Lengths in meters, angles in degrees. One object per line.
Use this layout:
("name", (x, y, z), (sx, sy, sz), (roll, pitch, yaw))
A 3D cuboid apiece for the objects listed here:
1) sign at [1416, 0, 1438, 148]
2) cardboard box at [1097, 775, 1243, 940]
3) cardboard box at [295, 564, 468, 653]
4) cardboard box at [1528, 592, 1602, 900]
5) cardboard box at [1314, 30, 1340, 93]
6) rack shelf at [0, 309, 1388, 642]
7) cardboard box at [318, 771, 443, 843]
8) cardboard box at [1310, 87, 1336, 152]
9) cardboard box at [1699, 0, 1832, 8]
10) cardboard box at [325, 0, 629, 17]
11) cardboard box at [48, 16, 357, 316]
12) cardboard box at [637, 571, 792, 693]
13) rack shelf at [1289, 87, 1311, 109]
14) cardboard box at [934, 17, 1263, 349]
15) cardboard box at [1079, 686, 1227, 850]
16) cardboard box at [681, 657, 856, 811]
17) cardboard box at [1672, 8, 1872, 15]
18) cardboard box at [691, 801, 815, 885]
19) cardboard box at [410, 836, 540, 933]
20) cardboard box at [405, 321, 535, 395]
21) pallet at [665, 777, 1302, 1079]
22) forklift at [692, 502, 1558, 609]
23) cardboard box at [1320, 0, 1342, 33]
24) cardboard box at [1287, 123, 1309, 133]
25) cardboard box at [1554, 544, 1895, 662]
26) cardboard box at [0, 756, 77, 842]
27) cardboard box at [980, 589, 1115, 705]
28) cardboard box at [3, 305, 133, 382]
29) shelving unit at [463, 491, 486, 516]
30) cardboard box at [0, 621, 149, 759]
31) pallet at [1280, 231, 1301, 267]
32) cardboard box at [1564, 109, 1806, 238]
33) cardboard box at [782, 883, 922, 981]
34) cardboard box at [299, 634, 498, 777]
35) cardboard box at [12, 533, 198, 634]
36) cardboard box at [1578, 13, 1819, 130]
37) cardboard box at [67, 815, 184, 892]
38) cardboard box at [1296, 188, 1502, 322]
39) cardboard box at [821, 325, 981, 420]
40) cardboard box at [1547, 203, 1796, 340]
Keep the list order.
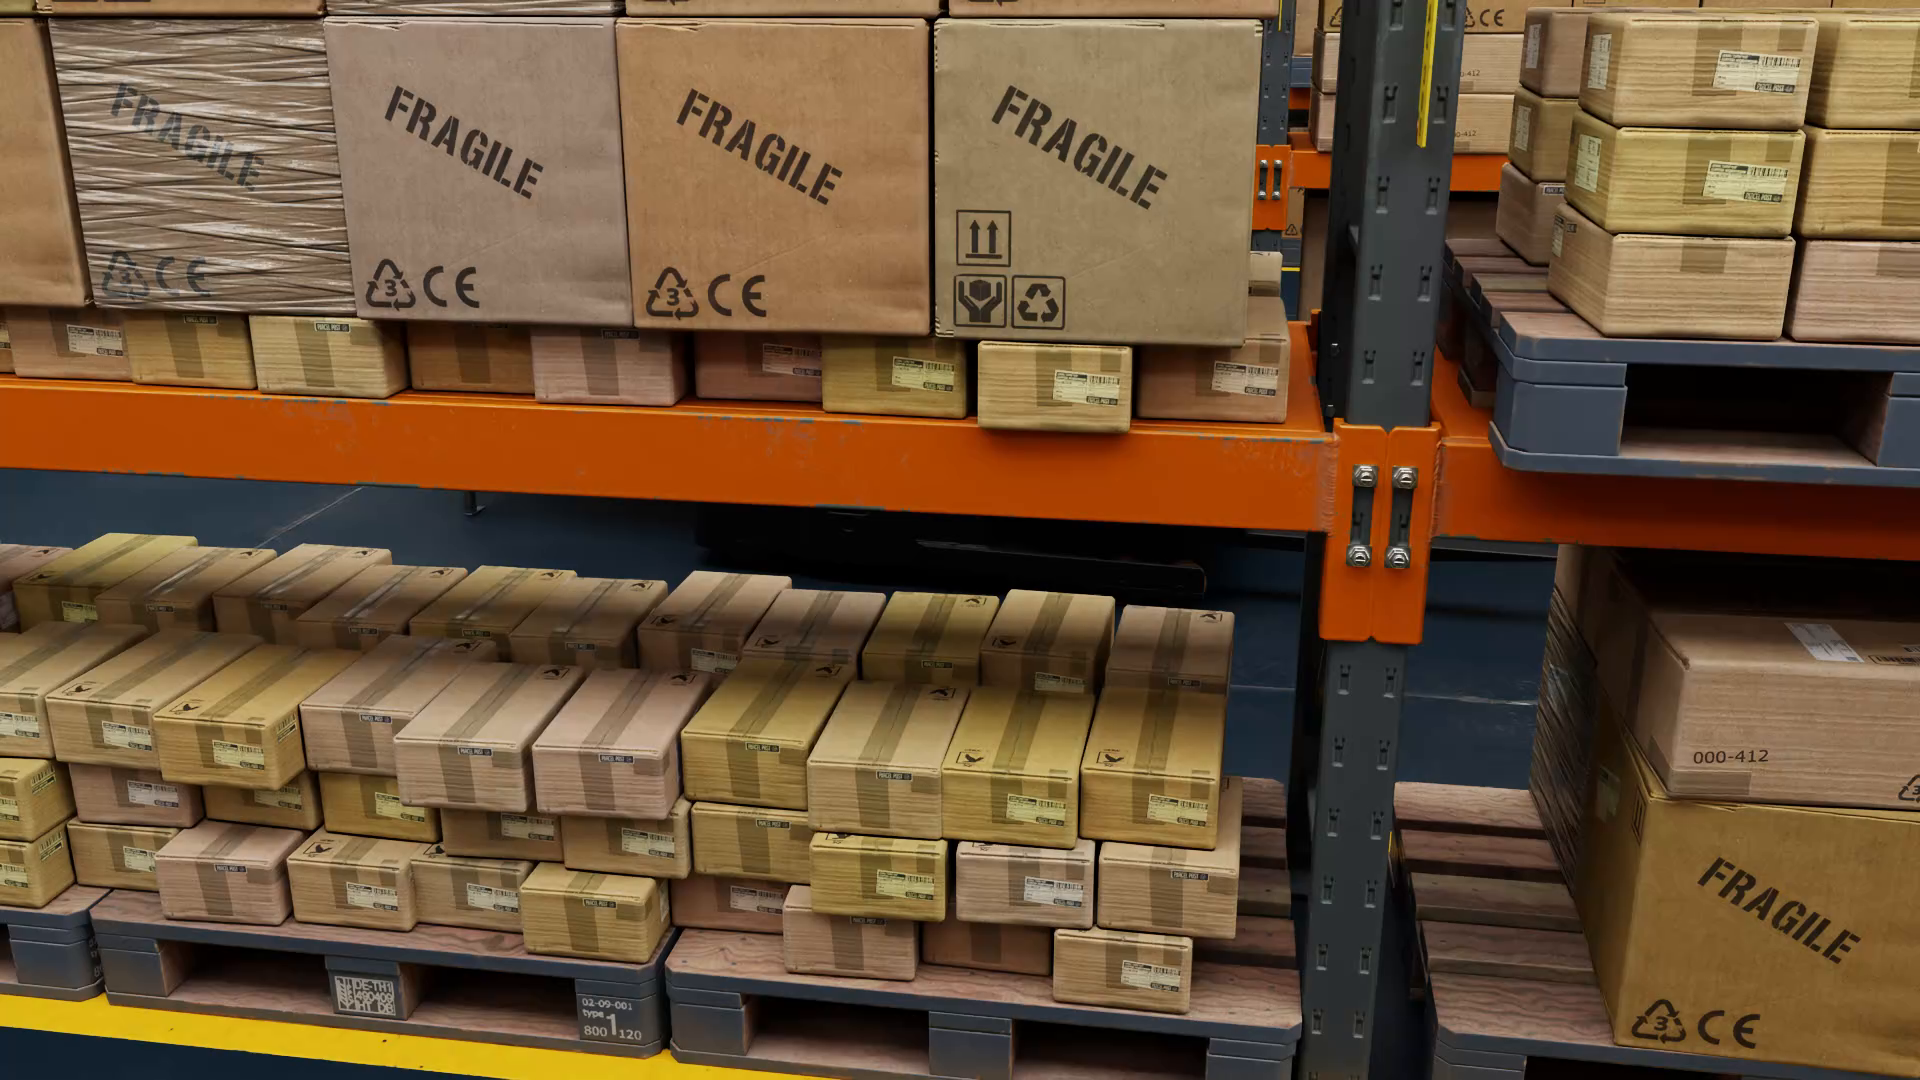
("sign", (0.690, -0.746, 2.441), (0.005, 0.325, 0.100), (3, 19, 9))
("cardboard box", (0.407, 0.590, 3.175), (0.250, 0.149, 0.380), (3, 19, 10))
("cardboard box", (-1.341, 0.192, 3.896), (0.250, 0.149, 0.380), (2, 19, 7))
("cardboard box", (1.539, 0.439, 3.542), (0.500, 0.500, 0.500), (3, 19, 8))
("cardboard box", (1.843, -2.117, 7.351), (0.500, 0.250, 0.500), (2, 19, 7))
("rack shelf", (-1.206, -0.265, 3.502), (4.000, 0.370, 1.077), (3, 19, 9))
("cardboard box", (-1.135, 0.475, 3.517), (0.250, 0.149, 0.380), (4, 19, 11))
("cardboard box", (1.846, -1.886, 7.448), (0.500, 0.250, 0.500), (2, 19, 7))
("cardboard box", (3.355, -2.404, 7.027), (0.500, 0.500, 0.500), (3, 19, 8))
("cardboard box", (-0.753, -1.162, 2.846), (0.500, 0.500, 0.500), (3, 19, 10))
("cardboard box", (-1.263, -0.715, 3.086), (0.500, 0.500, 0.500), (2, 19, 7))
("cardboard box", (-0.559, 0.209, 3.846), (0.250, 0.149, 0.380), (3, 19, 10))
("rack shelf", (4.212, -3.175, 12.199), (4.000, 0.370, 1.077), (3, 19, 9))
("cardboard box", (0.246, -0.630, 2.832), (0.500, 0.500, 0.500), (3, 19, 9))
("cardboard box", (0.376, 0.429, 3.188), (0.250, 0.149, 0.380), (3, 19, 10))
("cardboard box", (-0.374, 0.380, 3.332), (0.250, 0.149, 0.380), (4, 19, 10))
("cardboard box", (1.461, -0.896, 3.049), (0.250, 0.149, 0.380), (2, 19, 7))
("cardboard box", (-0.362, 0.529, 3.358), (0.250, 0.149, 0.380), (3, 19, 9))
("cardboard box", (-0.942, 0.648, 3.471), (0.250, 0.149, 0.380), (3, 19, 10))
("cardboard box", (-0.843, -0.393, 3.147), (0.250, 0.149, 0.380), (3, 19, 8))
("pallet", (0.099, 0.794, 3.598), (1.213, 0.211, 1.003), (3, 19, 9))
("forklift", (0.603, -1.341, 5.691), (3.031, 2.935, 1.130), (5, 19, 14))
("cardboard box", (1.842, -2.471, 7.227), (0.500, 0.500, 0.500), (3, 19, 9))
("cardboard box", (2.559, -2.997, 12.319), (0.250, 0.149, 0.380), (3, 19, 8))
("cardboard box", (1.544, 0.083, 3.423), (0.500, 0.250, 0.500), (2, 19, 7))
("cardboard box", (-1.951, 0.474, 3.520), (0.250, 0.149, 0.380), (4, 19, 10))
("cardboard box", (0.198, 0.250, 3.721), (0.250, 0.149, 0.380), (4, 19, 11))
("cardboard box", (-1.618, -0.426, 3.245), (0.250, 0.149, 0.380), (3, 19, 8))
("shelving unit", (-1.393, -0.843, 6.458), (1.048, 1.500, 0.538), (5, 19, 14))
("cardboard box", (-1.940, 0.312, 3.537), (0.250, 0.149, 0.380), (2, 19, 6))
("pallet", (3.046, -2.265, 12.741), (1.213, 0.211, 1.003), (3, 19, 9))
("cardboard box", (1.084, -0.563, 2.523), (0.250, 0.149, 0.380), (3, 19, 10))
("cardboard box", (-0.187, 0.702, 3.310), (0.250, 0.149, 0.380), (2, 19, 7))
("cardboard box", (-1.152, 0.339, 3.456), (0.250, 0.149, 0.380), (3, 19, 9))
("cardboard box", (-2.103, 0.115, 4.126), (0.250, 0.149, 0.380), (3, 19, 7))
("cardboard box", (1.084, -0.704, 2.476), (0.250, 0.149, 0.380), (4, 19, 11))
("cardboard box", (-1.695, 0.601, 3.612), (0.250, 0.149, 0.380), (3, 19, 9))
("cardboard box", (2.078, -1.247, 7.989), (0.875, 0.875, 0.875), (4, 19, 10))
("cardboard box", (-0.077, -0.339, 2.984), (0.250, 0.149, 0.380), (4, 19, 11))
("cardboard box", (1.084, -0.422, 2.570), (0.250, 0.149, 0.380), (2, 19, 6))
